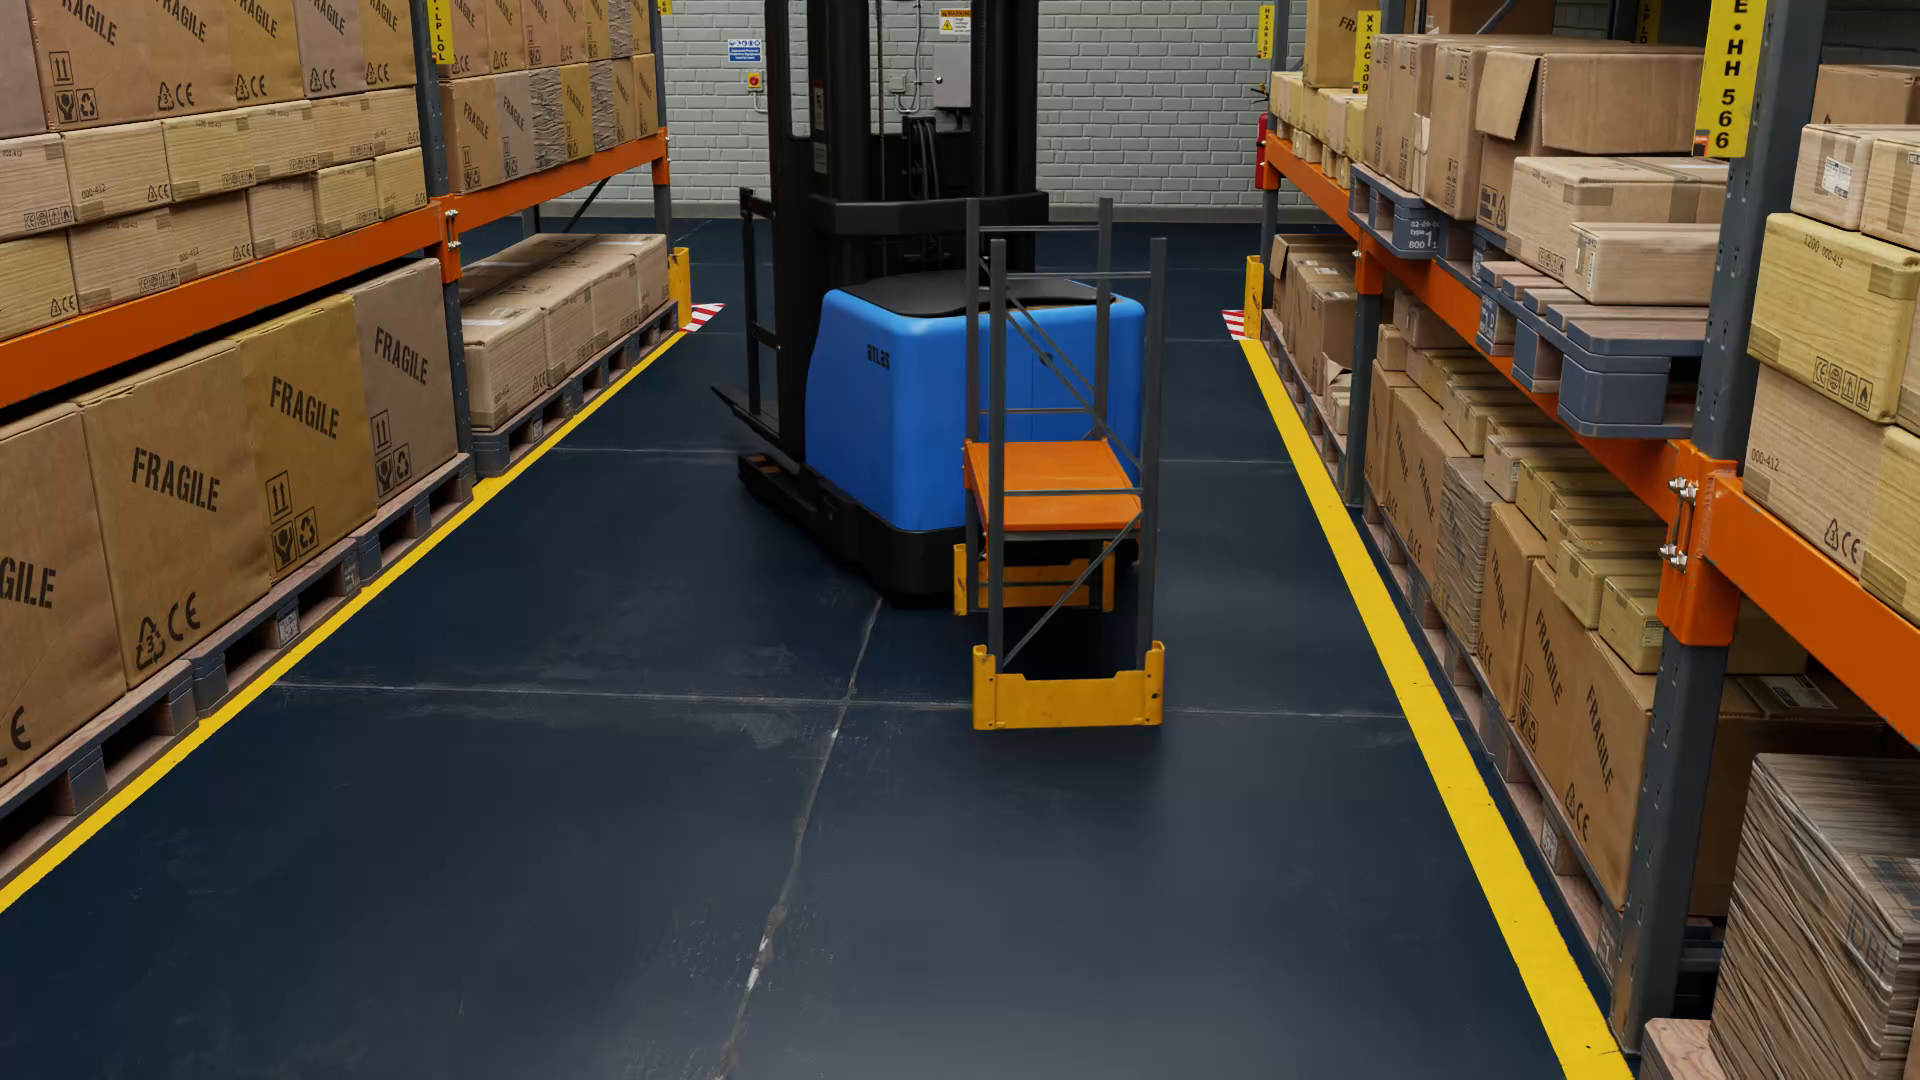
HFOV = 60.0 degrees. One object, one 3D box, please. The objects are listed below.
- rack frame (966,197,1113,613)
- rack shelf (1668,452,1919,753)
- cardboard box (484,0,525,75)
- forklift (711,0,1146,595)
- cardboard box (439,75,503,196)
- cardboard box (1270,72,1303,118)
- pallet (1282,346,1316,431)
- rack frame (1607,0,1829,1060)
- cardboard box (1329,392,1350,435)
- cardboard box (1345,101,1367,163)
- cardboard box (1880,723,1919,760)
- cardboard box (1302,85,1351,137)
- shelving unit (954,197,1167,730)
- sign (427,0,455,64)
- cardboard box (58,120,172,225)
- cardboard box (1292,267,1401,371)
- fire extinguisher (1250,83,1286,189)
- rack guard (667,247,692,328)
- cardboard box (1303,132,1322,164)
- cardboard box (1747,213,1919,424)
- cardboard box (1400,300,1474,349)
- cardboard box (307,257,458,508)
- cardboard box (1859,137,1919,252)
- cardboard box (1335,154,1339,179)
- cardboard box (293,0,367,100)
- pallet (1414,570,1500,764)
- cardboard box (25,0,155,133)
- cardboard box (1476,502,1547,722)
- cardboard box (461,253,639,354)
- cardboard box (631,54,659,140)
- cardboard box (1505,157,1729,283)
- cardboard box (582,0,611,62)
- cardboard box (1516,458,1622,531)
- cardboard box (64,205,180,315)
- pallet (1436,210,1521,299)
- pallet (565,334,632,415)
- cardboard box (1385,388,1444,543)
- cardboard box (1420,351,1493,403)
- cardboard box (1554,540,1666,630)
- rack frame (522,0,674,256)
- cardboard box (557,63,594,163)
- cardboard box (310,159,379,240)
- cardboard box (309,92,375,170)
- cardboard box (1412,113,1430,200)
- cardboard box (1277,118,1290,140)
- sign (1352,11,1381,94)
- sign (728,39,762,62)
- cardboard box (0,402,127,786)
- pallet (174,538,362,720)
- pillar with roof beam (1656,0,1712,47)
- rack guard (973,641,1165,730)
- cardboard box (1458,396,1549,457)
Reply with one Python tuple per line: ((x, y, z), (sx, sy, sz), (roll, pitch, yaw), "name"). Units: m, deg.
((0.271, -0.454, 5.899), (0.500, 1.500, 0.032), (-1, 18, -4), "rack frame")
((1.776, 0.636, 1.320), (1.077, 0.370, 4.000), (1, 18, 4), "rack shelf")
((-2.427, -2.501, 7.972), (0.500, 0.500, 0.500), (1, 18, 3), "cardboard box")
((-0.364, -1.610, 7.128), (1.130, 2.935, 3.031), (-8, 20, -23), "forklift")
((-2.450, -1.866, 7.641), (0.500, 0.500, 0.500), (2, 18, 6), "cardboard box")
((2.192, -2.747, 10.252), (0.500, 0.250, 0.500), (1, 18, 4), "cardboard box")
((2.341, -0.837, 9.140), (1.003, 0.211, 1.213), (1, 18, 4), "pallet")
((1.920, -0.327, 3.104), (1.000, 3.000, 0.127), (1, 18, 4), "rack frame")
((1.953, -0.594, 7.822), (0.380, 0.149, 0.250), (1, 18, 2), "cardboard box")
((2.000, -1.803, 7.372), (0.500, 0.250, 0.500), (2, 18, 5), "cardboard box")
((2.229, 0.537, 3.808), (0.500, 0.500, 0.500), (2, 18, 6), "cardboard box")
((2.108, -2.274, 8.807), (0.500, 0.250, 0.500), (1, 18, 2), "cardboard box")
((0.303, -0.298, 5.425), (0.587, 1.500, 1.083), (-1, 18, -4), "shelving unit")
((-2.203, -2.183, 7.034), (0.100, 0.325, 0.005), (1, 18, 4), "sign")
((-2.663, -1.070, 4.809), (0.500, 0.250, 0.500), (1, 18, 4), "cardboard box")
((2.117, -1.209, 9.135), (0.500, 0.500, 0.500), (2, 18, 5), "cardboard box")
((2.043, -2.654, 10.928), (0.296, 0.674, 0.183), (1, 18, 4), "fire extinguisher")
((-2.456, -1.741, 11.433), (1.175, 0.500, 0.348), (1, 18, 4), "rack guard")
((2.056, -2.115, 8.964), (0.380, 0.149, 0.250), (2, 18, 5), "cardboard box")
((1.619, -0.362, 2.647), (0.500, 0.250, 0.500), (1, 18, 4), "cardboard box")
((1.945, -0.843, 6.500), (0.380, 0.149, 0.250), (0, 18, 1), "cardboard box")
((-2.709, -0.675, 6.902), (0.875, 0.875, 0.875), (2, 18, 6), "cardboard box")
((1.585, -0.508, 2.452), (0.380, 0.149, 0.250), (2, 18, 5), "cardboard box")
((2.015, -1.798, 7.997), (0.380, 0.149, 0.250), (2, 18, 5), "cardboard box")
((-2.556, -1.896, 6.127), (0.500, 0.500, 0.500), (2, 18, 5), "cardboard box")
((2.101, 0.389, 5.397), (1.003, 0.211, 1.213), (1, 18, 4), "pallet")
((-2.674, -1.422, 4.678), (0.500, 0.500, 0.500), (2, 18, 5), "cardboard box")
((1.817, 0.207, 4.813), (0.500, 0.500, 0.500), (2, 18, 6), "cardboard box")
((-2.463, -1.412, 9.855), (0.875, 0.438, 0.875), (2, 18, 5), "cardboard box")
((-2.229, -2.813, 10.531), (0.500, 0.500, 0.500), (1, 18, 4), "cardboard box")
((1.672, -0.790, 4.084), (0.500, 0.250, 0.500), (0, 18, 1), "cardboard box")
((-2.302, -2.972, 9.411), (0.500, 0.500, 0.500), (1, 18, 4), "cardboard box")
((1.836, -0.131, 4.803), (0.380, 0.149, 0.250), (1, 18, 3), "cardboard box")
((-2.683, -0.835, 4.893), (0.500, 0.250, 0.500), (2, 18, 6), "cardboard box")
((2.055, -0.840, 4.978), (1.003, 0.211, 1.213), (1, 18, 4), "pallet")
((-2.527, -0.968, 9.539), (1.003, 0.211, 1.213), (1, 18, 4), "pallet")
((1.919, -0.270, 6.271), (0.500, 0.500, 0.500), (1, 18, 3), "cardboard box")
((1.966, -0.616, 6.284), (0.380, 0.149, 0.250), (0, 18, 1), "cardboard box")
((1.691, 0.108, 4.073), (0.380, 0.149, 0.250), (0, 18, 1), "cardboard box")
((-2.458, -2.921, 11.021), (1.000, 3.000, 0.127), (1, 18, 4), "rack frame")
((-2.331, -2.337, 9.077), (0.500, 0.500, 0.500), (2, 18, 6), "cardboard box")
((-2.563, -1.305, 6.328), (0.500, 0.250, 0.500), (1, 18, 3), "cardboard box")
((-2.562, -1.548, 6.267), (0.500, 0.250, 0.500), (2, 18, 5), "cardboard box")
((1.724, -1.282, 5.560), (0.396, 0.266, 0.258), (2, 18, 7), "cardboard box")
((2.196, -2.596, 10.433), (0.380, 0.149, 0.250), (1, 18, 3), "cardboard box")
((1.665, -1.991, 6.790), (0.100, 0.325, 0.005), (1, 18, 4), "sign")
((-2.121, -4.822, 16.387), (0.327, 0.218, 0.001), (1, 18, 4), "sign")
((-2.899, 0.161, 4.353), (0.875, 0.875, 0.875), (1, 18, 3), "cardboard box")
((-2.810, 0.267, 5.768), (1.003, 0.211, 1.213), (1, 18, 4), "pallet")
((-1.139, -4.712, 6.853), (9.100, 9.000, 0.400), (1, 18, 4), "pillar with roof beam")
((0.335, 0.450, 5.147), (0.587, 0.250, 0.087), (-1, 18, -4), "rack guard")
((1.884, -0.377, 5.554), (0.380, 0.149, 0.250), (2, 18, 6), "cardboard box")
